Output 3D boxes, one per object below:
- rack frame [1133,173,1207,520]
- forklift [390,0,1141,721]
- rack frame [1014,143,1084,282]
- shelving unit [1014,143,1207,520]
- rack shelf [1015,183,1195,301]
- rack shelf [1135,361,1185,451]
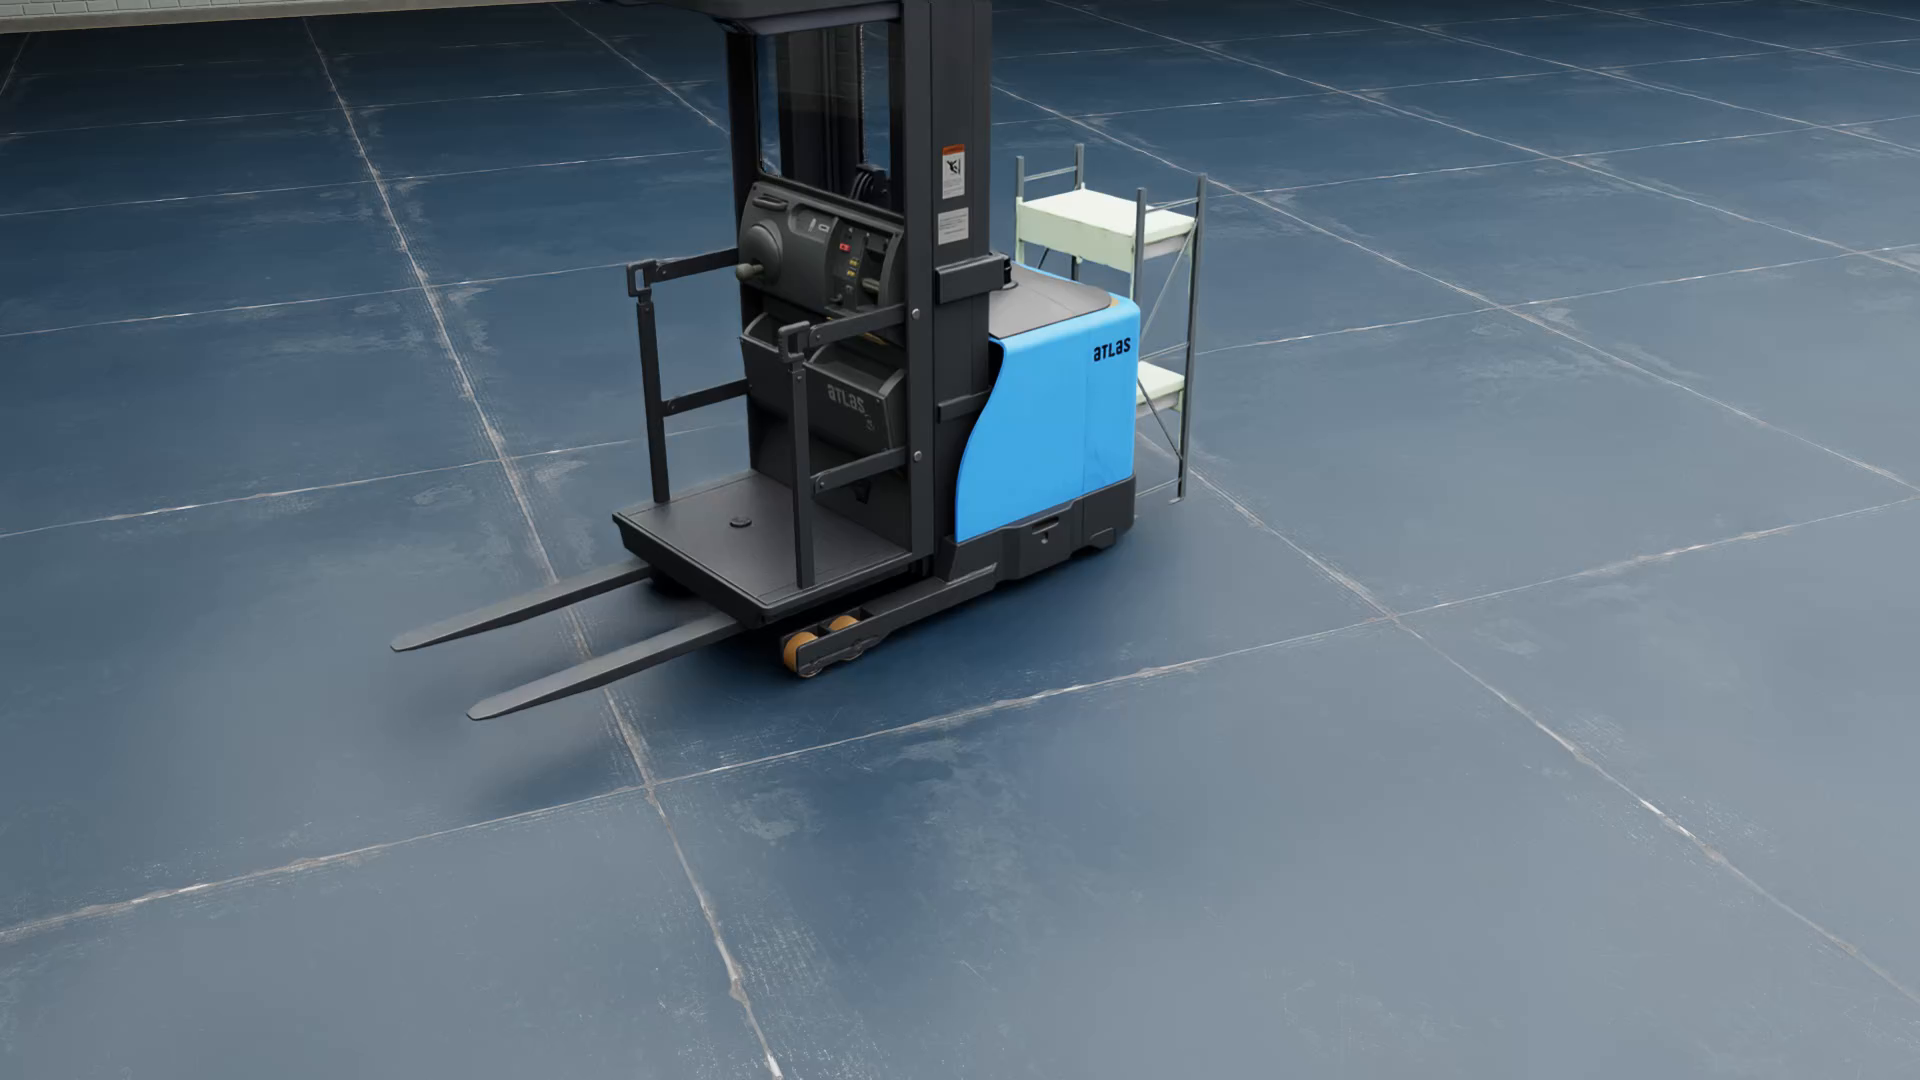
[{"bbox_3d":[0.878,-0.809,7.196,0.400,1.500,0.023,-21,33,-36],"label":"rack frame"},{"bbox_3d":[-0.688,-1.064,6.089,3.031,2.935,1.130,-21,33,-36],"label":"forklift"},{"bbox_3d":[0.399,-1.052,7.693,0.400,1.500,0.023,-21,33,-36],"label":"rack frame"},{"bbox_3d":[0.638,-0.930,7.445,0.431,1.500,0.755,-21,33,-36],"label":"shelving unit"},{"bbox_3d":[0.639,-1.281,7.274,0.431,0.370,0.720,-21,33,-36],"label":"rack shelf"},{"bbox_3d":[0.638,-0.637,7.588,0.431,0.370,0.720,-21,33,-36],"label":"rack shelf"}]
